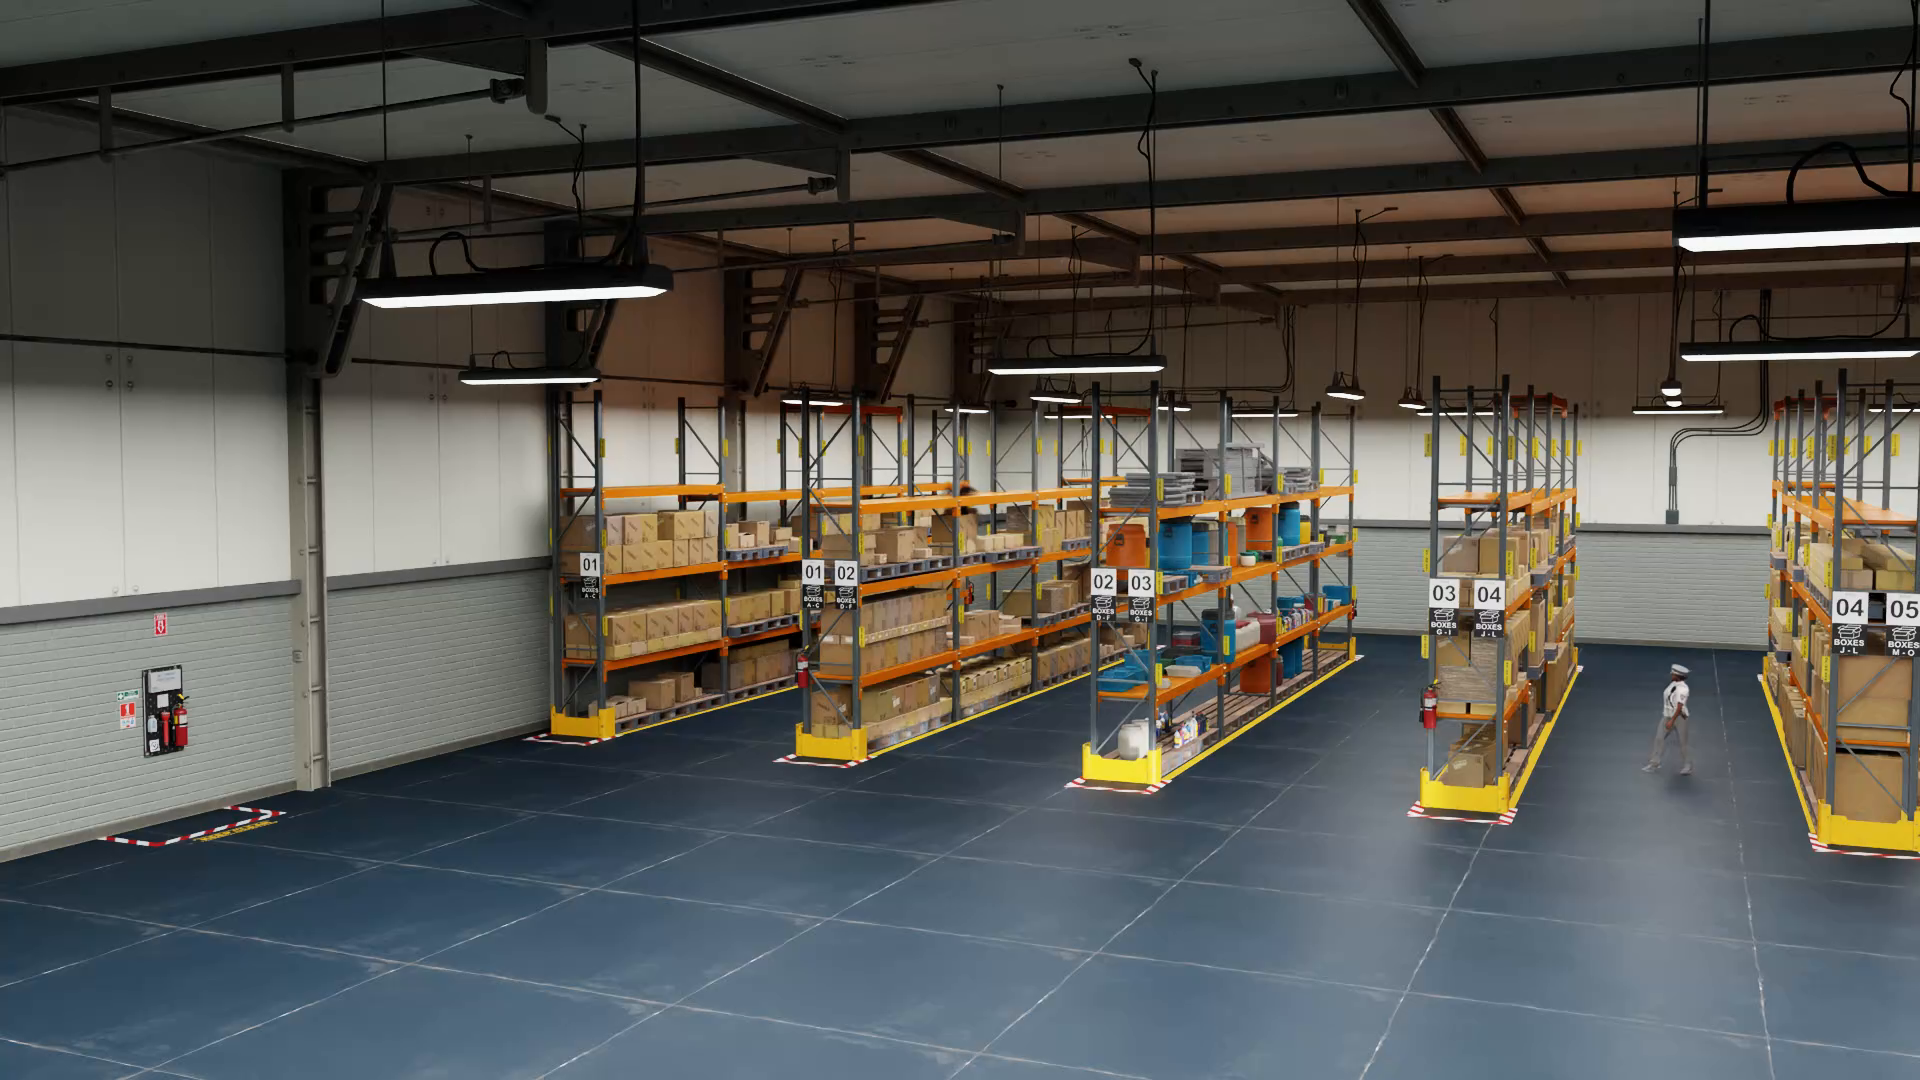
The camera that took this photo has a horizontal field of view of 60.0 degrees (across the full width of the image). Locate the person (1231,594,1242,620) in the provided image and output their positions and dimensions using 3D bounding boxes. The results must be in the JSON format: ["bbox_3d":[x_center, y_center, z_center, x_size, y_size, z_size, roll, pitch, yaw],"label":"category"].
[{"bbox_3d":[6.031,2.107,37.277,0.621,1.809,0.878,1,3,25],"label":"person"}]

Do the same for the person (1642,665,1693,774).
[{"bbox_3d":[10.949,2.758,25.622,0.655,1.693,0.549,-1,3,-21],"label":"person"}]
